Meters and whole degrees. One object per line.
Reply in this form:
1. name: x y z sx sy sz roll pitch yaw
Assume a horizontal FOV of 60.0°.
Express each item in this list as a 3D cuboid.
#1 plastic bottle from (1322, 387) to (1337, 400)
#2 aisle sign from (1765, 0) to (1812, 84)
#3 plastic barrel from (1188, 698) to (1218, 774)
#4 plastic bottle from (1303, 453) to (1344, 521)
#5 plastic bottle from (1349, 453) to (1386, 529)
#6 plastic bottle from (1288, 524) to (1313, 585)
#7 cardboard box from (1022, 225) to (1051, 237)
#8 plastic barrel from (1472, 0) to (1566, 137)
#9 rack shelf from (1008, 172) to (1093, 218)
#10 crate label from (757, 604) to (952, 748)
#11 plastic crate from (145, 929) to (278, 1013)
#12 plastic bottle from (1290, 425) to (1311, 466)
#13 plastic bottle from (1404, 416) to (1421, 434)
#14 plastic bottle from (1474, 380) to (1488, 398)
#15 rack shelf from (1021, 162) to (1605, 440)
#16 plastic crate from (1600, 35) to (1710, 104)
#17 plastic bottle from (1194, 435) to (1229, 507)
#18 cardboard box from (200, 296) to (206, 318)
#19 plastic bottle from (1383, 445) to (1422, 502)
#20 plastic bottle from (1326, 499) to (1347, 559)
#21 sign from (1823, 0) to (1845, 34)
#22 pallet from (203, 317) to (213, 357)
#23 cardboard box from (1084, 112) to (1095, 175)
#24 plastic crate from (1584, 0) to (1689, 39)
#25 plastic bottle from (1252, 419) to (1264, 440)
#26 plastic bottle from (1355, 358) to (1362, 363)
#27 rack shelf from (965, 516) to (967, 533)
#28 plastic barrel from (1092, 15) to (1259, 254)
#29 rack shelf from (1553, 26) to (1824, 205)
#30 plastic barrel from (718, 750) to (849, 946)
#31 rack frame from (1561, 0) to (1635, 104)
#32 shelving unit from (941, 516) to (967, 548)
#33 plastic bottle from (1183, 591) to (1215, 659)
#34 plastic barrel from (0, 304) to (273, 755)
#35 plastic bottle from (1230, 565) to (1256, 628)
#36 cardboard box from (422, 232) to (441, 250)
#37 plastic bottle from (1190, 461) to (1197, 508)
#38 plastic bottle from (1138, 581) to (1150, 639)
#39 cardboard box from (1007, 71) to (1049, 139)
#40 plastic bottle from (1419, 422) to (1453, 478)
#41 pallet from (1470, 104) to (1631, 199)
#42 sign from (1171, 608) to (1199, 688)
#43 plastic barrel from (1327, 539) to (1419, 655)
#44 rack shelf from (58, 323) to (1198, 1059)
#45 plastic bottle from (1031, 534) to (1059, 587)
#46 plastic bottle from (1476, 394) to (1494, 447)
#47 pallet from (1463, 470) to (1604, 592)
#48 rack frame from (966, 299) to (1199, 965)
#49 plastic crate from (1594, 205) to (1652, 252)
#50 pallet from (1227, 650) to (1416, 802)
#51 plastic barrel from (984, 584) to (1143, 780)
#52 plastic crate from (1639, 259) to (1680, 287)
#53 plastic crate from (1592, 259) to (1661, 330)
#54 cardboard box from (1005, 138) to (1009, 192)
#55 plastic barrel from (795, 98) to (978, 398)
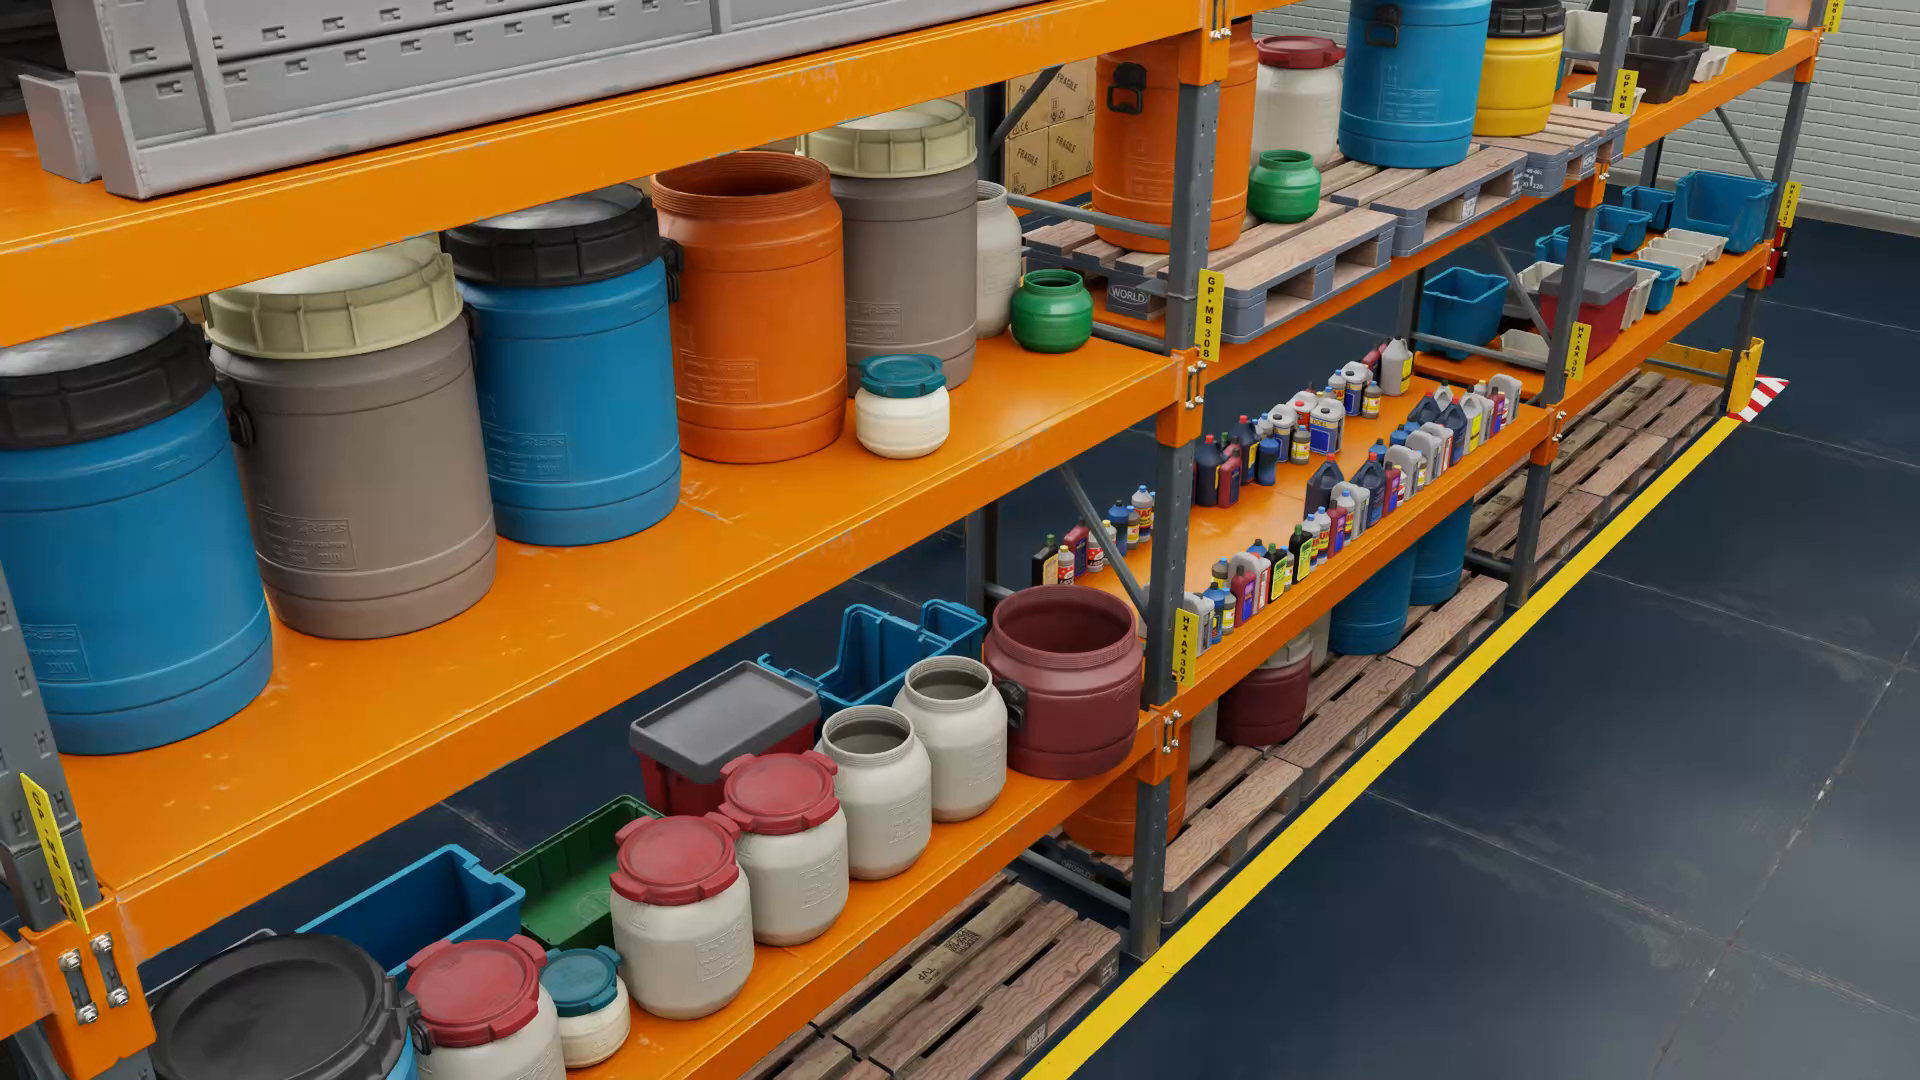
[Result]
1. plastic bottle: 2.016 -0.743 9.138 0.097 0.201 0.097 0 27 0
2. aisle sign: 5.810 -3.594 11.603 0.394 0.787 0.004 21 34 34
3. plastic barrel: 1.037 0.851 8.092 0.421 0.512 0.421 0 27 0
4. plastic bottle: 1.758 -0.244 8.011 0.144 0.351 0.185 21 34 34
5. plastic bottle: 1.961 -0.247 8.017 0.144 0.351 0.185 21 34 34
6. plastic bottle: 1.535 0.050 7.516 0.061 0.283 0.133 21 34 34
7. cardboard box: 0.835 -2.635 15.093 0.500 0.250 0.500 21 34 34
8. plastic barrel: 2.570 -2.301 8.006 0.600 0.588 0.600 0 27 0
9. rack shelf: 0.446 -2.920 13.912 1.077 0.370 4.000 21 34 34
10. crate label: -0.391 0.595 6.298 0.502 0.435 0.616 21 34 34
11. plastic crate: -2.023 1.466 4.583 0.402 0.464 0.583 21 34 34
12. plastic bottle: 1.777 -0.500 8.668 0.097 0.201 0.097 0 27 0
13. plastic bottle: 2.331 -0.511 8.614 0.097 0.271 0.097 0 27 0
14. plastic bottle: 2.884 -0.789 9.226 0.097 0.201 0.097 0 27 0
15. rack shelf: 1.721 -1.385 7.681 1.077 0.370 4.000 21 34 34
16. plastic crate: 3.995 -2.716 9.613 0.497 0.269 0.590 21 34 34
17. plastic bottle: 1.238 -0.359 8.232 0.144 0.351 0.185 21 34 34
18. cardboard box: -6.064 -2.321 13.855 0.750 0.750 0.750 21 34 34
19. plastic bottle: 2.206 -0.354 8.304 0.152 0.276 0.135 21 34 34
20. plastic bottle: 1.744 -0.066 7.741 0.061 0.283 0.133 21 34 34
21. sign: 5.973 -3.630 11.352 0.100 0.325 0.005 21 34 34
22. pallet: -6.636 -1.577 13.569 1.003 0.211 1.213 21 34 34
23. cardboard box: 0.994 -3.394 13.938 0.500 0.500 0.500 21 34 35
24. plastic crate: 4.354 -3.343 10.750 0.504 0.338 0.767 21 34 34
25. plastic bottle: 1.512 -0.493 8.579 0.097 0.271 0.097 0 27 0
26. plastic bottle: 2.225 -0.891 9.347 0.097 0.271 0.097 0 27 0
27. rack shelf: 0.034 -0.229 10.678 0.215 0.259 0.240 21 34 34
28. plastic barrel: 0.813 -1.573 6.337 0.600 0.830 0.708 21 34 34
29. rack shelf: 4.266 -2.803 10.422 1.077 0.370 4.000 21 34 34
30. plastic barrel: -0.575 1.006 5.393 0.433 0.535 0.433 0 27 0
31. rack frame: 2.993 -3.746 8.197 1.000 3.000 0.127 21 34 34
32. shelving unit: 0.034 -0.485 10.545 0.215 1.050 0.252 21 34 34
33. plastic bottle: 0.974 0.333 6.976 0.152 0.276 0.135 21 34 34
34. plastic barrel: -1.939 -0.043 3.759 0.600 0.901 0.708 21 34 34
35. plastic bottle: 1.218 0.227 7.174 0.061 0.283 0.133 21 34 34
36. cardboard box: -3.057 -1.599 10.011 0.700 0.500 0.500 10 29 18
37. plastic bottle: 1.104 -0.285 8.162 0.061 0.283 0.133 21 34 34
38. plastic bottle: 0.856 0.289 7.062 0.152 0.276 0.135 21 34 34
39. cardboard box: 0.346 -3.469 12.994 0.500 0.500 0.500 20 33 33
40. plastic bottle: 2.439 -0.484 8.555 0.152 0.276 0.135 21 34 34
41. pallet: 2.570 -2.023 8.337 1.213 0.211 1.003 21 34 34
42. sign: 0.878 0.423 6.491 0.100 0.325 0.005 21 34 34
43. plastic barrel: 2.184 0.103 9.113 0.600 0.901 0.708 21 34 34
44. rack shelf: -0.823 0.033 4.939 1.077 0.370 4.000 21 34 34
45. plastic bottle: 0.377 0.121 7.379 0.061 0.283 0.133 21 34 34
46. plastic bottle: 2.760 -0.662 8.901 0.152 0.276 0.135 21 34 34
47. pallet: 3.431 -0.115 10.742 1.003 0.211 1.213 21 34 34
48. rack frame: 0.449 0.337 6.834 1.000 3.000 0.127 21 34 34
49. plastic crate: 4.708 -2.227 11.907 0.416 0.233 0.300 21 34 34
50. pallet: 1.695 0.853 8.871 1.003 0.211 1.213 21 34 34
51. plastic barrel: 0.388 0.530 6.314 0.600 0.536 0.708 21 34 34
52. plastic crate: 4.631 -1.752 11.094 0.298 0.136 0.250 21 34 34
53. plastic crate: 4.107 -1.543 10.531 0.437 0.282 0.530 21 34 34
54. cardboard box: 0.031 -2.858 12.901 0.500 0.500 0.500 21 34 35
55. plastic barrel: -0.241 -0.990 5.589 0.600 0.901 0.600 0 27 0
